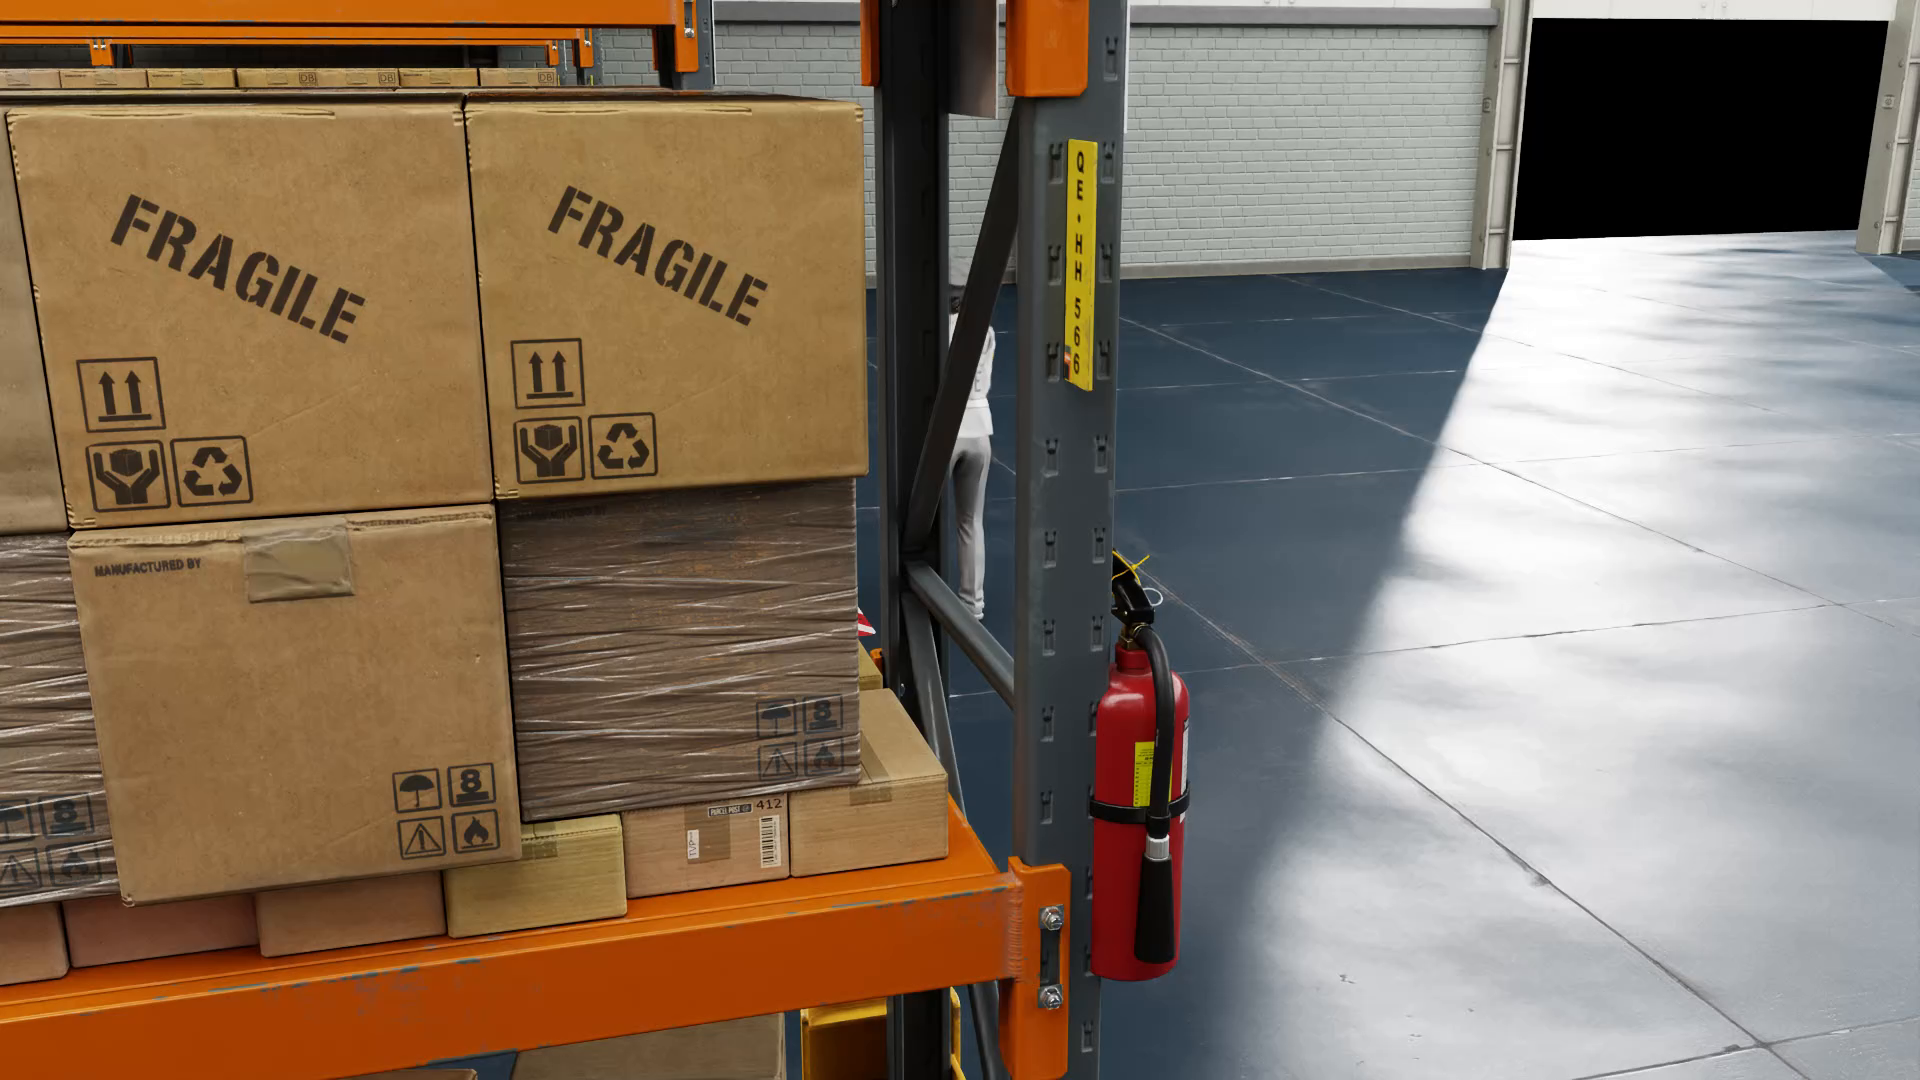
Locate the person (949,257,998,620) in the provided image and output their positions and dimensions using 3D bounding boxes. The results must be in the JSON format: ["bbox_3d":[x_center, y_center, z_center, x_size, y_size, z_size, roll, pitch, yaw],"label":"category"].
[{"bbox_3d":[-0.064,-0.445,7.535,0.459,1.688,0.543,-5,17,-18],"label":"person"}]
